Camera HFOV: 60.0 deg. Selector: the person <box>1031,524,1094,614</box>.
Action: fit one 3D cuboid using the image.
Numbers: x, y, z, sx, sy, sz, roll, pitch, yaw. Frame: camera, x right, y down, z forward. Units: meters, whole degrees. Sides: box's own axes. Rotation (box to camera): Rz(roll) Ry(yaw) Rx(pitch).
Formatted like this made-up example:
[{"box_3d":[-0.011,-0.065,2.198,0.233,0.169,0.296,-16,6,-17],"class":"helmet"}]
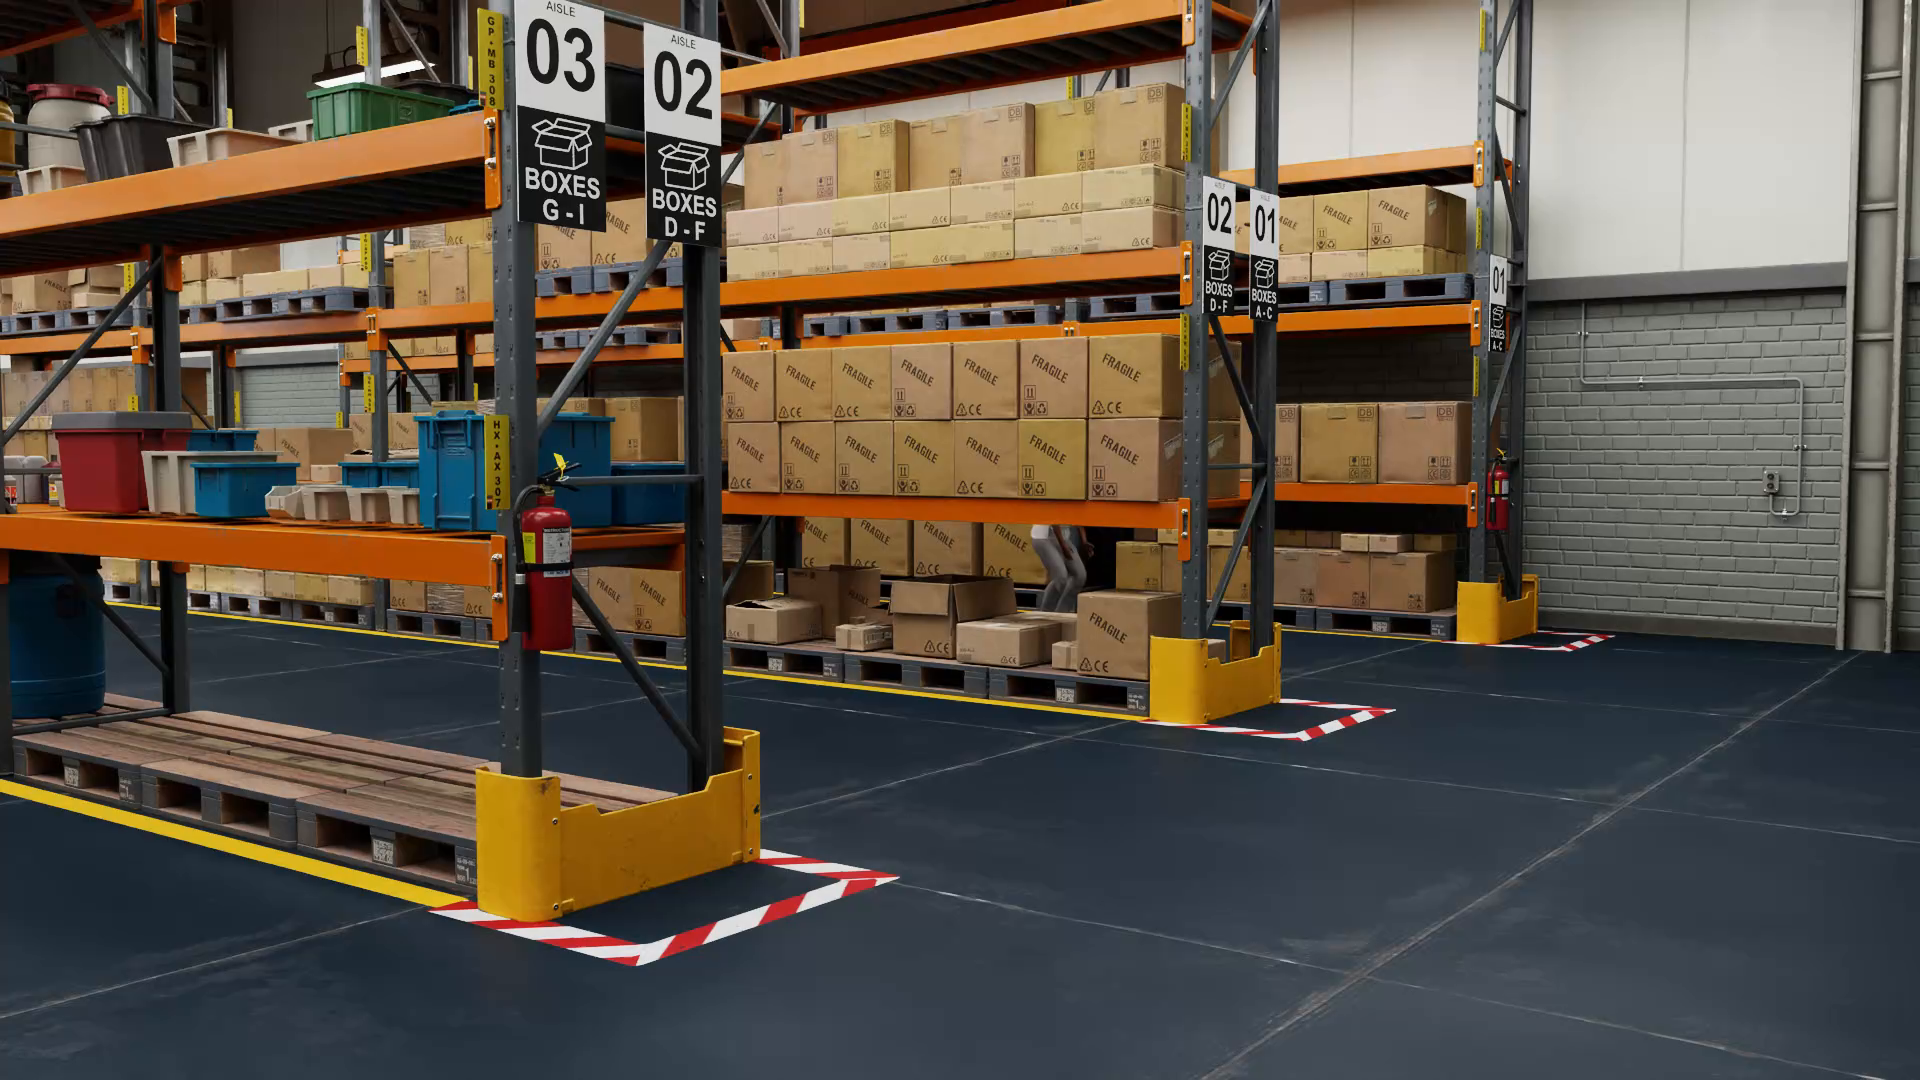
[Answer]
[{"box_3d":[0.953,0.020,15.103,0.585,1.528,0.484,2,4,37],"class":"person"}]
